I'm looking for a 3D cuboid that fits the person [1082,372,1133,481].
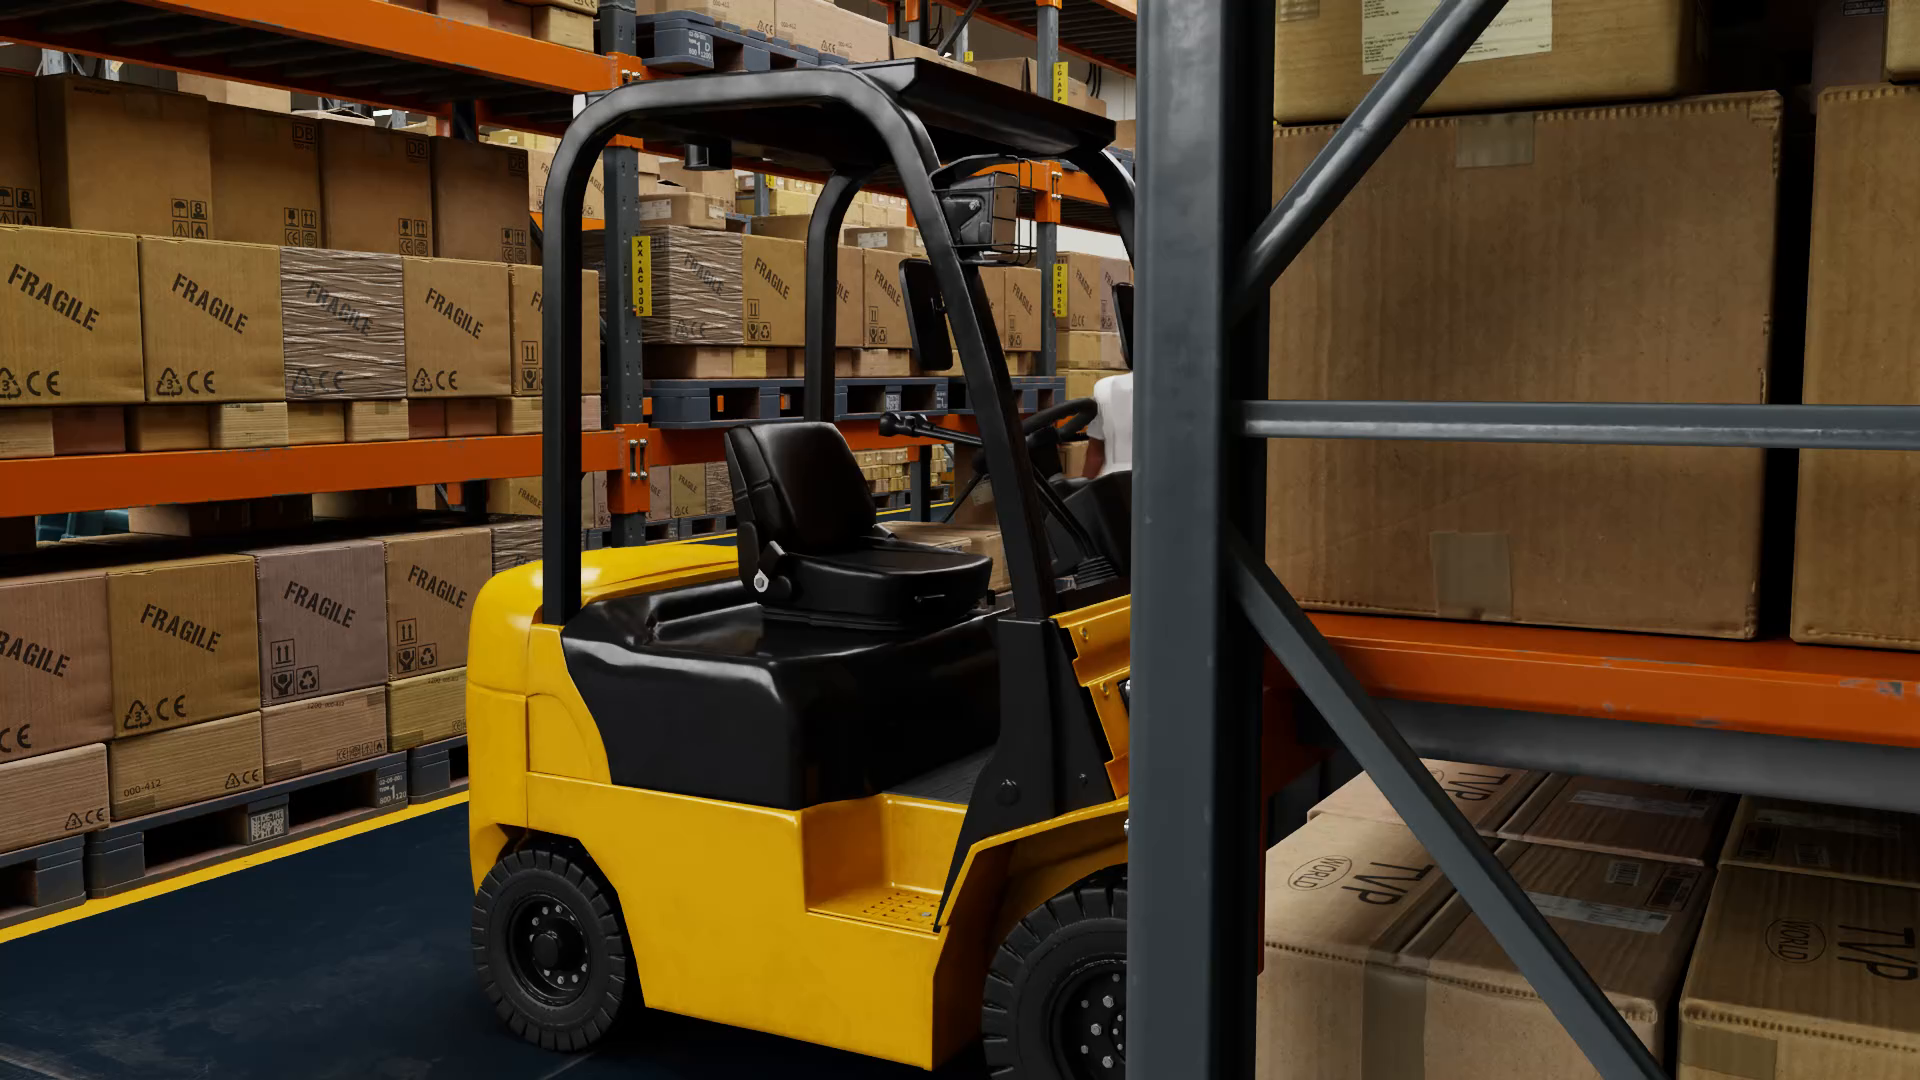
[{"bbox_3d":[0.866,-0.115,7.606,0.599,1.829,0.469,3,7,29],"label":"person"}]
